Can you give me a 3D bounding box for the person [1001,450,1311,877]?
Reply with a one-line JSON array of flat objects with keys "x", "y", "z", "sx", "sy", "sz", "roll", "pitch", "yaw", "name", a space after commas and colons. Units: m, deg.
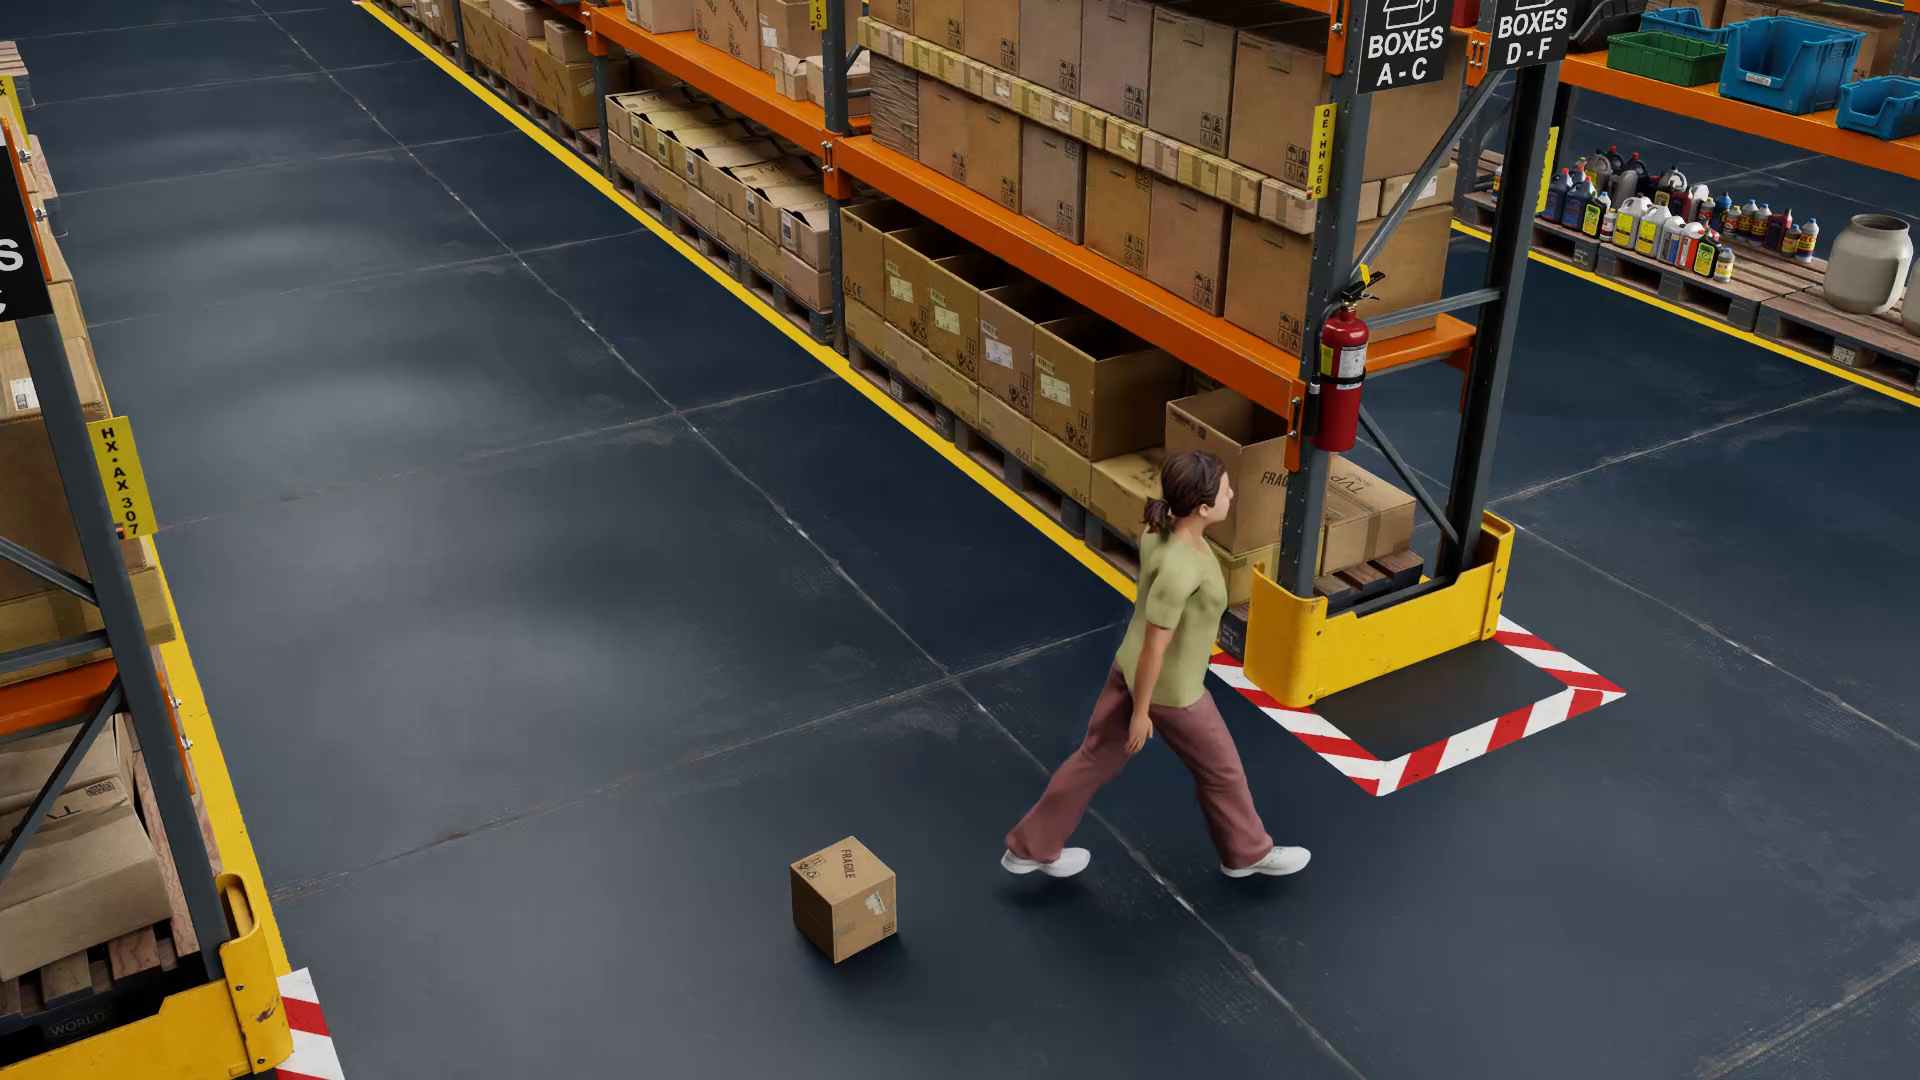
[{"x": 0.662, "y": 0.435, "z": 5.370, "sx": 1.058, "sy": 1.610, "sz": 0.467, "roll": -5, "pitch": 29, "yaw": -8, "name": "person"}]
